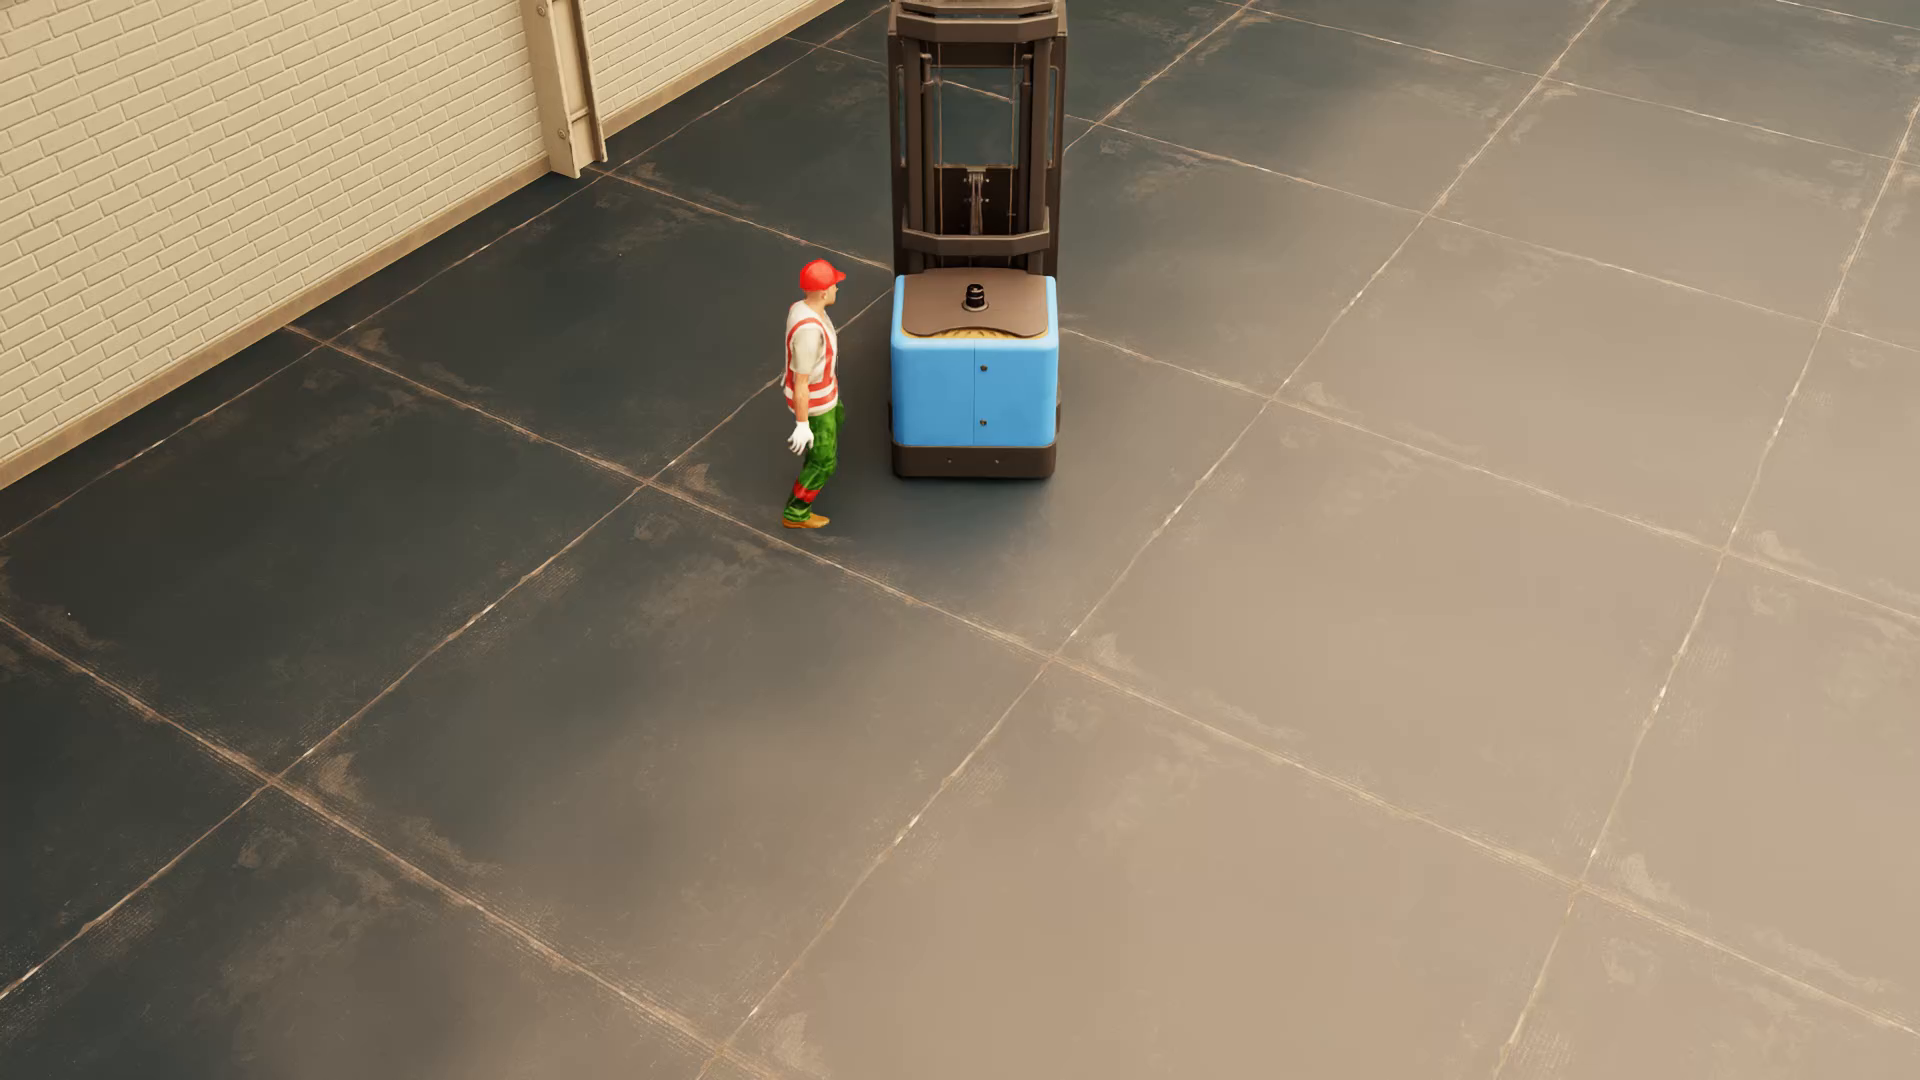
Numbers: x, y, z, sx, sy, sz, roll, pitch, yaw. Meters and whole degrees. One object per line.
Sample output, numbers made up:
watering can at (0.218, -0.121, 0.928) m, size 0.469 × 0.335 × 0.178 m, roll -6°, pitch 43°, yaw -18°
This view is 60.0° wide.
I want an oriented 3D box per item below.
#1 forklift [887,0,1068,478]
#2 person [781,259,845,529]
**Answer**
forklift at (0.107, -2.442, 10.849) m, size 1.130 × 2.935 × 3.031 m, roll 0°, pitch 40°, yaw 1°
person at (-0.881, -0.845, 9.915) m, size 0.464 × 1.750 × 0.887 m, roll -2°, pitch 40°, yaw -3°
